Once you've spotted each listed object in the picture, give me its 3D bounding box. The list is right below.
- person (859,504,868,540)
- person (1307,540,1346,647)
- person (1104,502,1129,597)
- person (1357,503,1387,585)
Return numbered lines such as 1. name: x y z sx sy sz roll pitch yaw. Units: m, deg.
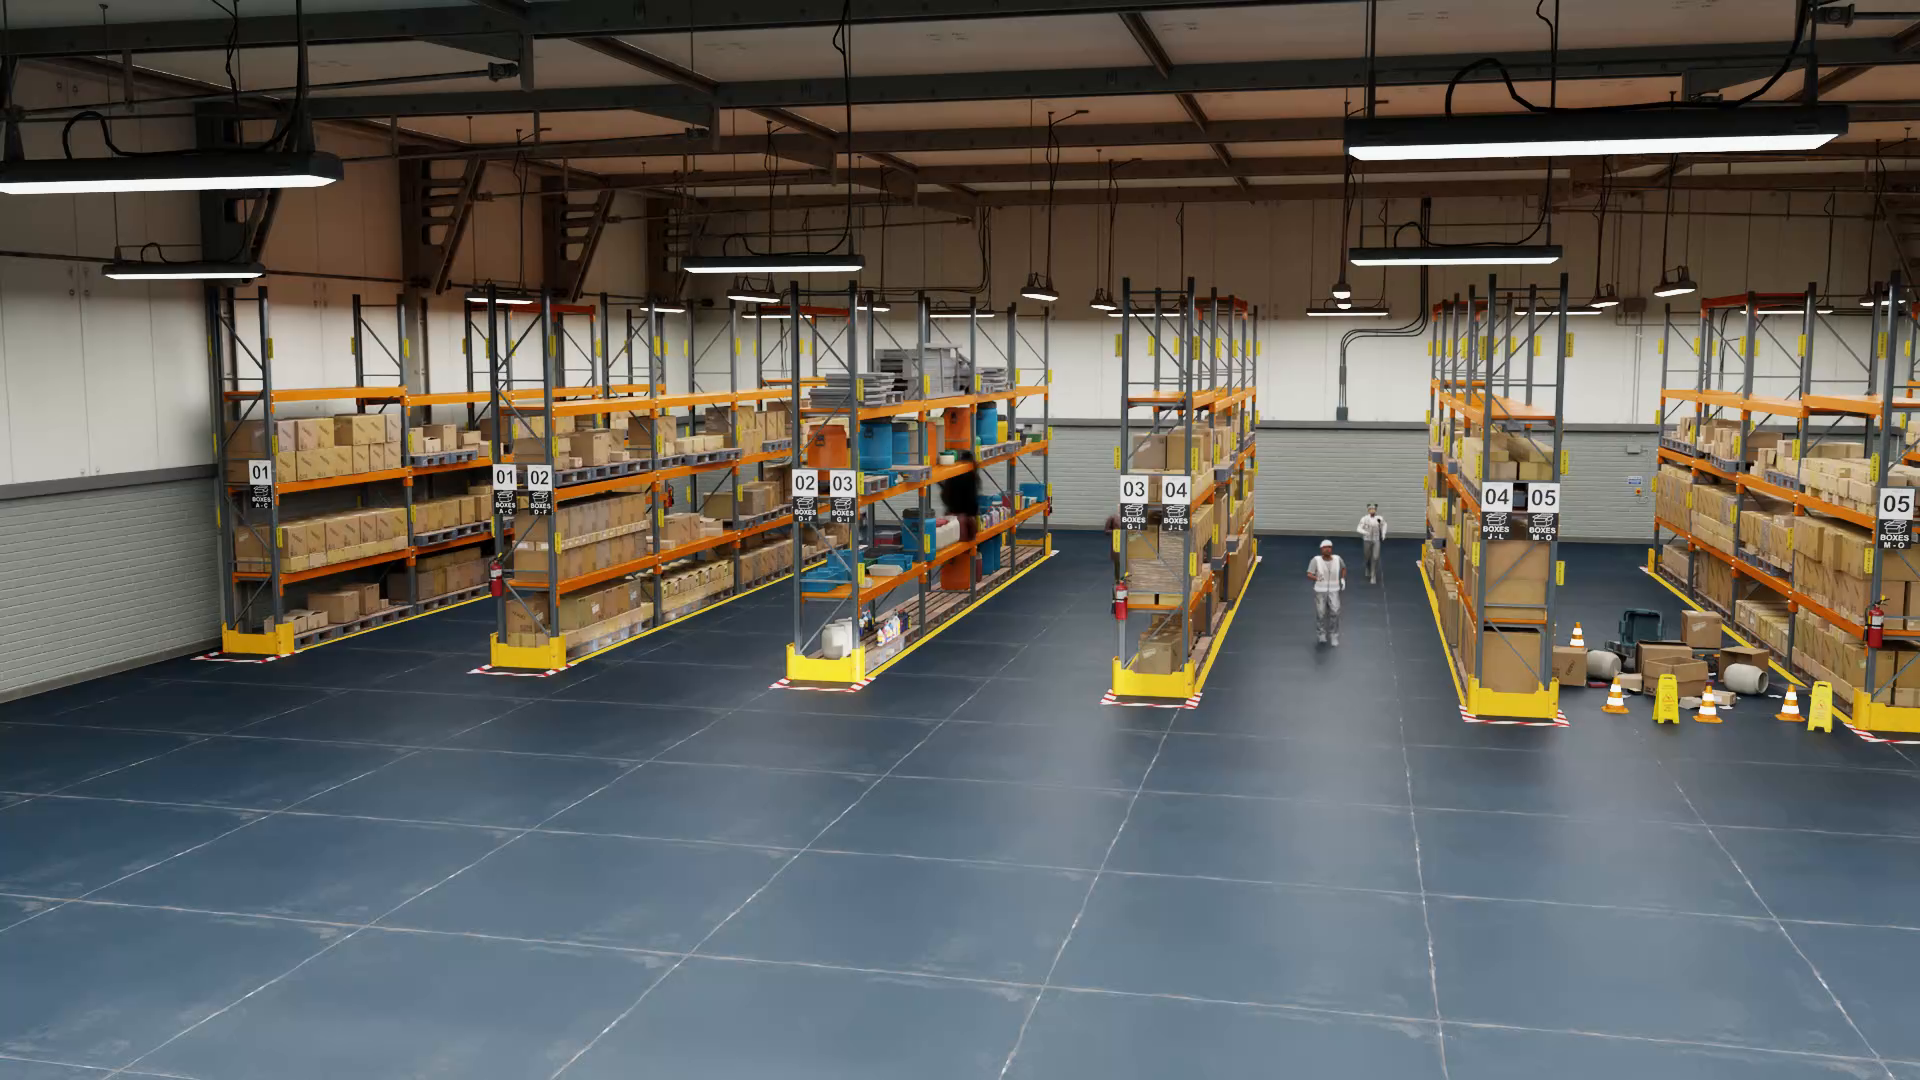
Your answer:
1. person: -2.522 -0.695 42.883 0.564 1.620 0.791 -4 8 -34
2. person: 6.201 0.898 28.103 0.690 1.804 0.700 1 7 6
3. person: 3.100 0.204 31.790 0.685 1.884 0.758 1 7 6
4. person: 8.864 0.050 35.789 0.632 1.727 0.900 1 7 12
